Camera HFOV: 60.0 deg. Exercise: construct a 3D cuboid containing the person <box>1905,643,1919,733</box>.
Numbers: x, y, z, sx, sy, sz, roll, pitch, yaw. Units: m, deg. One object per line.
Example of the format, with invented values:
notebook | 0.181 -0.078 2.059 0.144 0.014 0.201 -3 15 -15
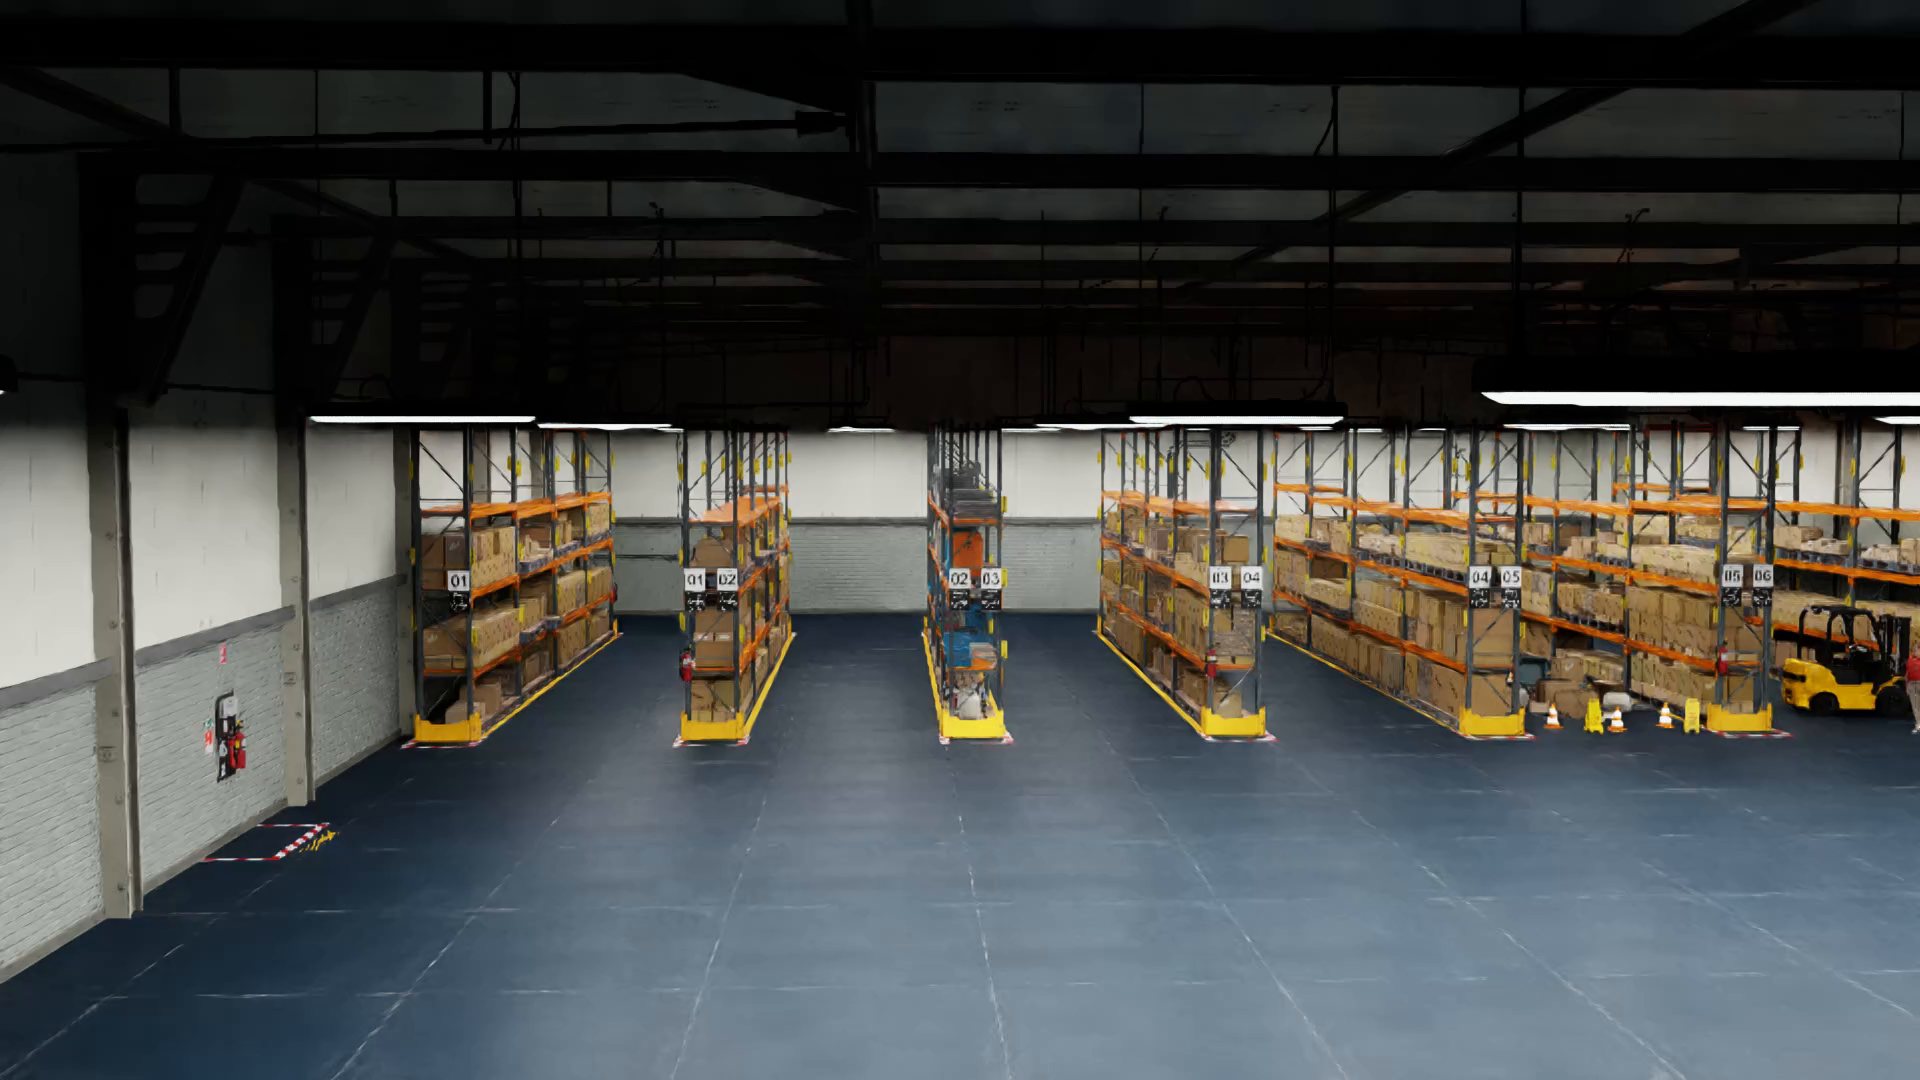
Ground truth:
person | 18.393 2.823 31.726 0.491 1.714 0.706 -2 4 -34
